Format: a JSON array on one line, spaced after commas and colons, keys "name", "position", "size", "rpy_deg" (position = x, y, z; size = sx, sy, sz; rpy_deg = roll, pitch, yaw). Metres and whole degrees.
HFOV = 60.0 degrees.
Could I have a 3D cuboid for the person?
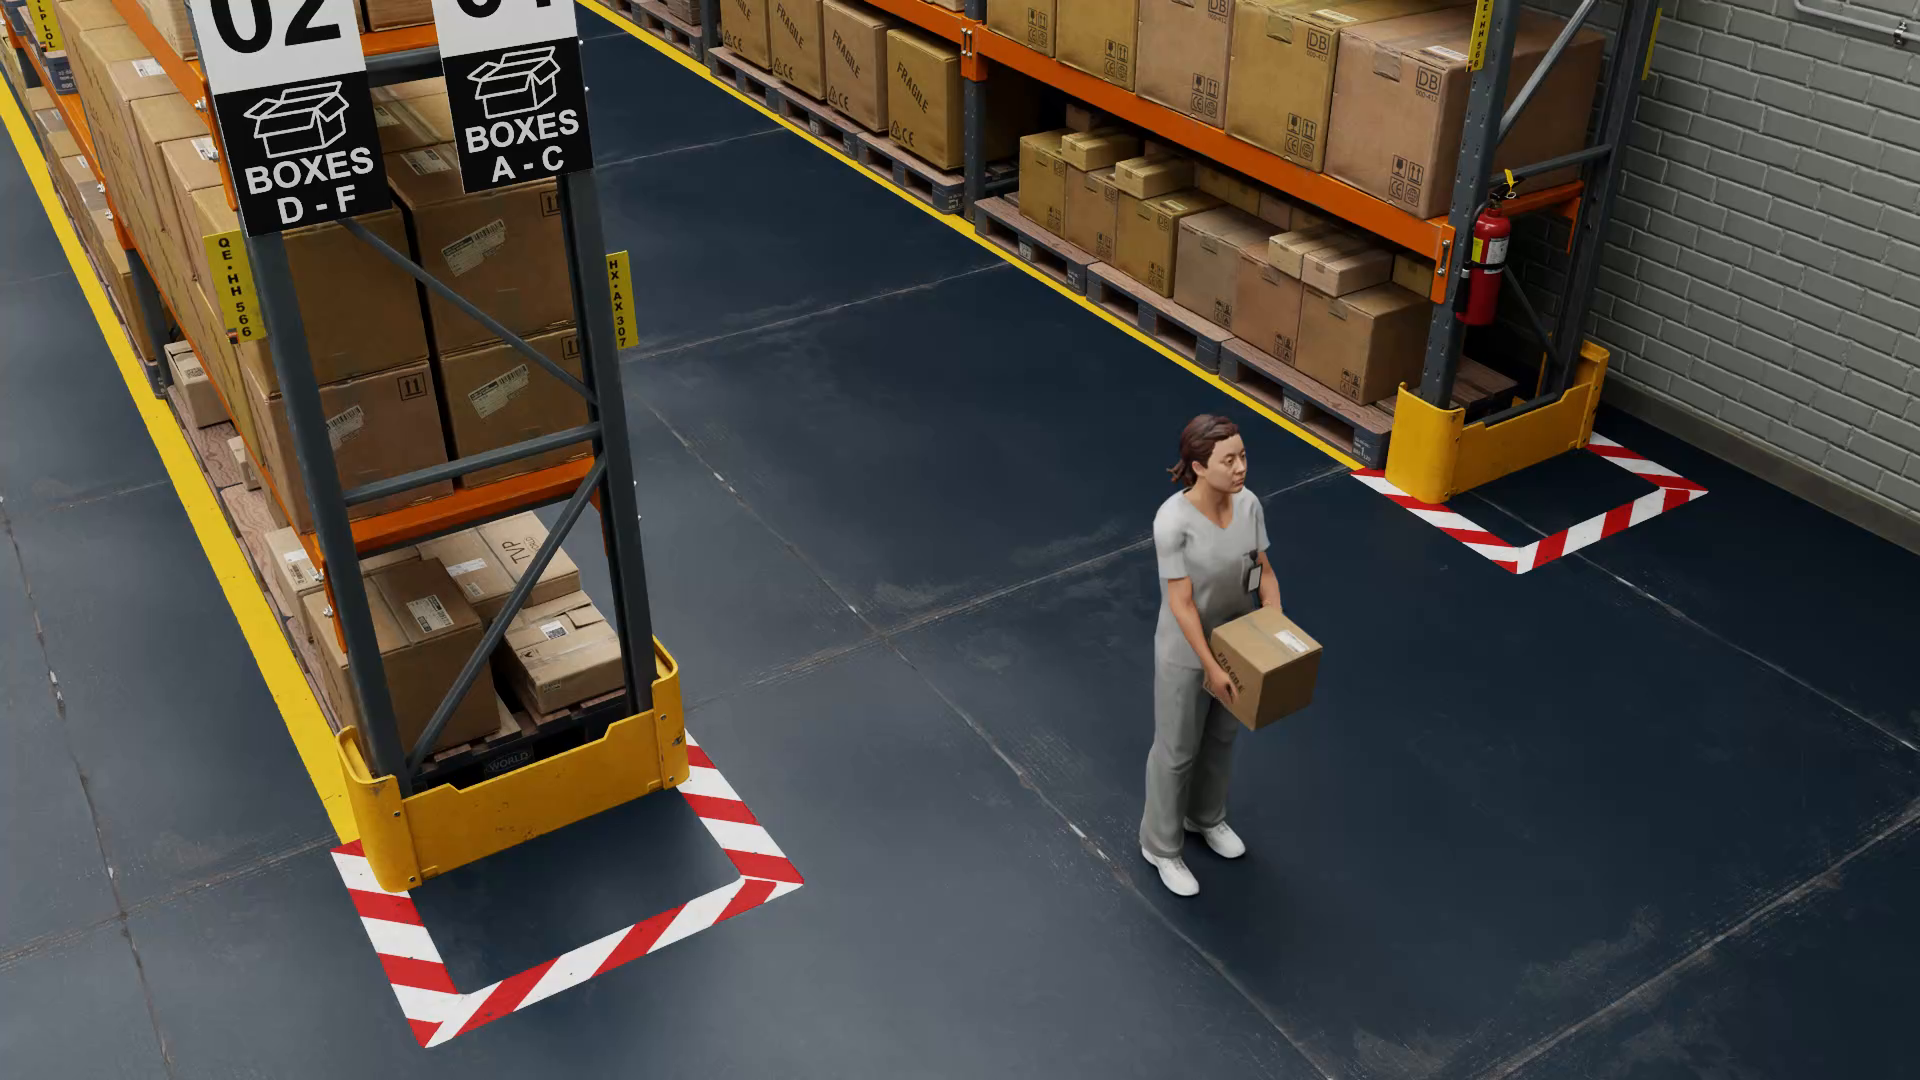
[{"name": "person", "position": [0.847, 0.389, 5.546], "size": [0.467, 1.662, 0.525], "rpy_deg": [-19, 37, -27]}]
